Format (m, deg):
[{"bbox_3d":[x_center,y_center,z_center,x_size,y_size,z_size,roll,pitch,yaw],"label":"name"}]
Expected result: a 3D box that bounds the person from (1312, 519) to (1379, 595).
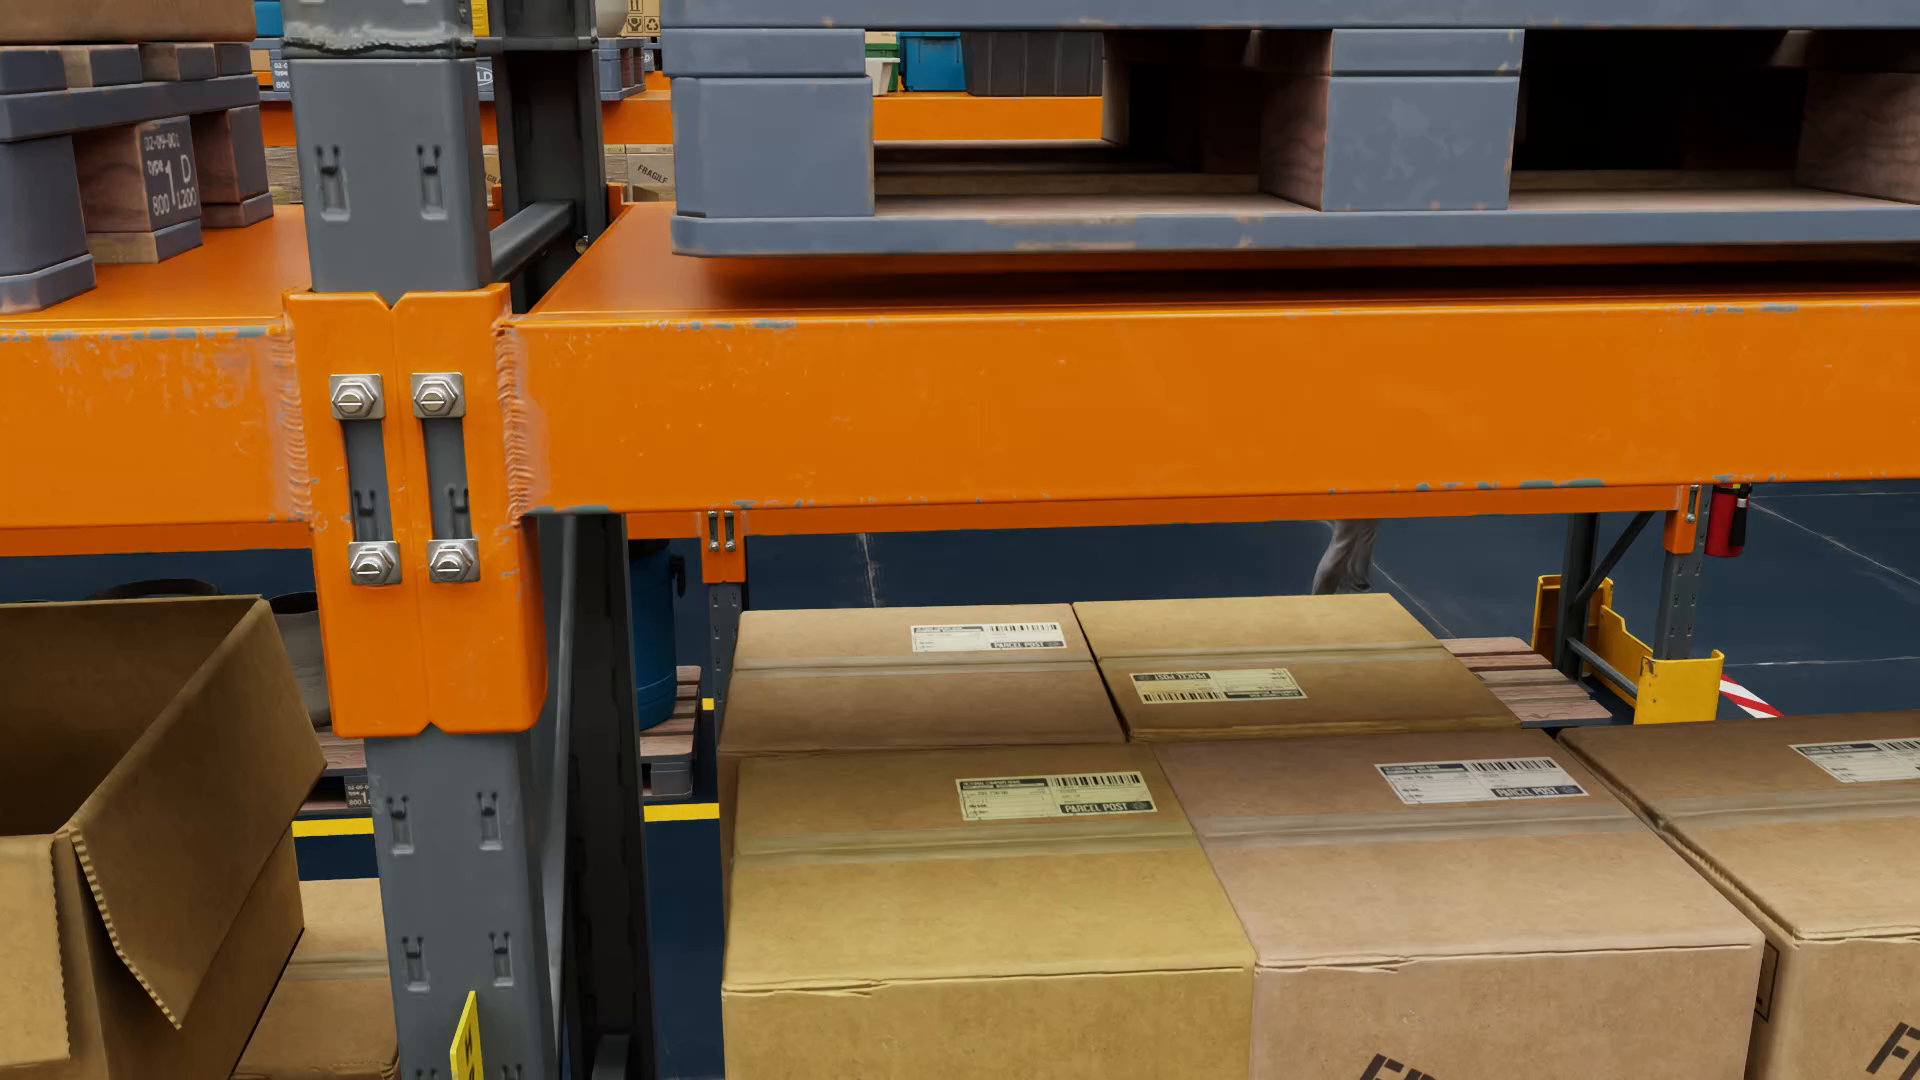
[{"bbox_3d":[2.086,-0.338,8.640,0.602,1.736,0.496,-7,18,-22],"label":"person"}]
